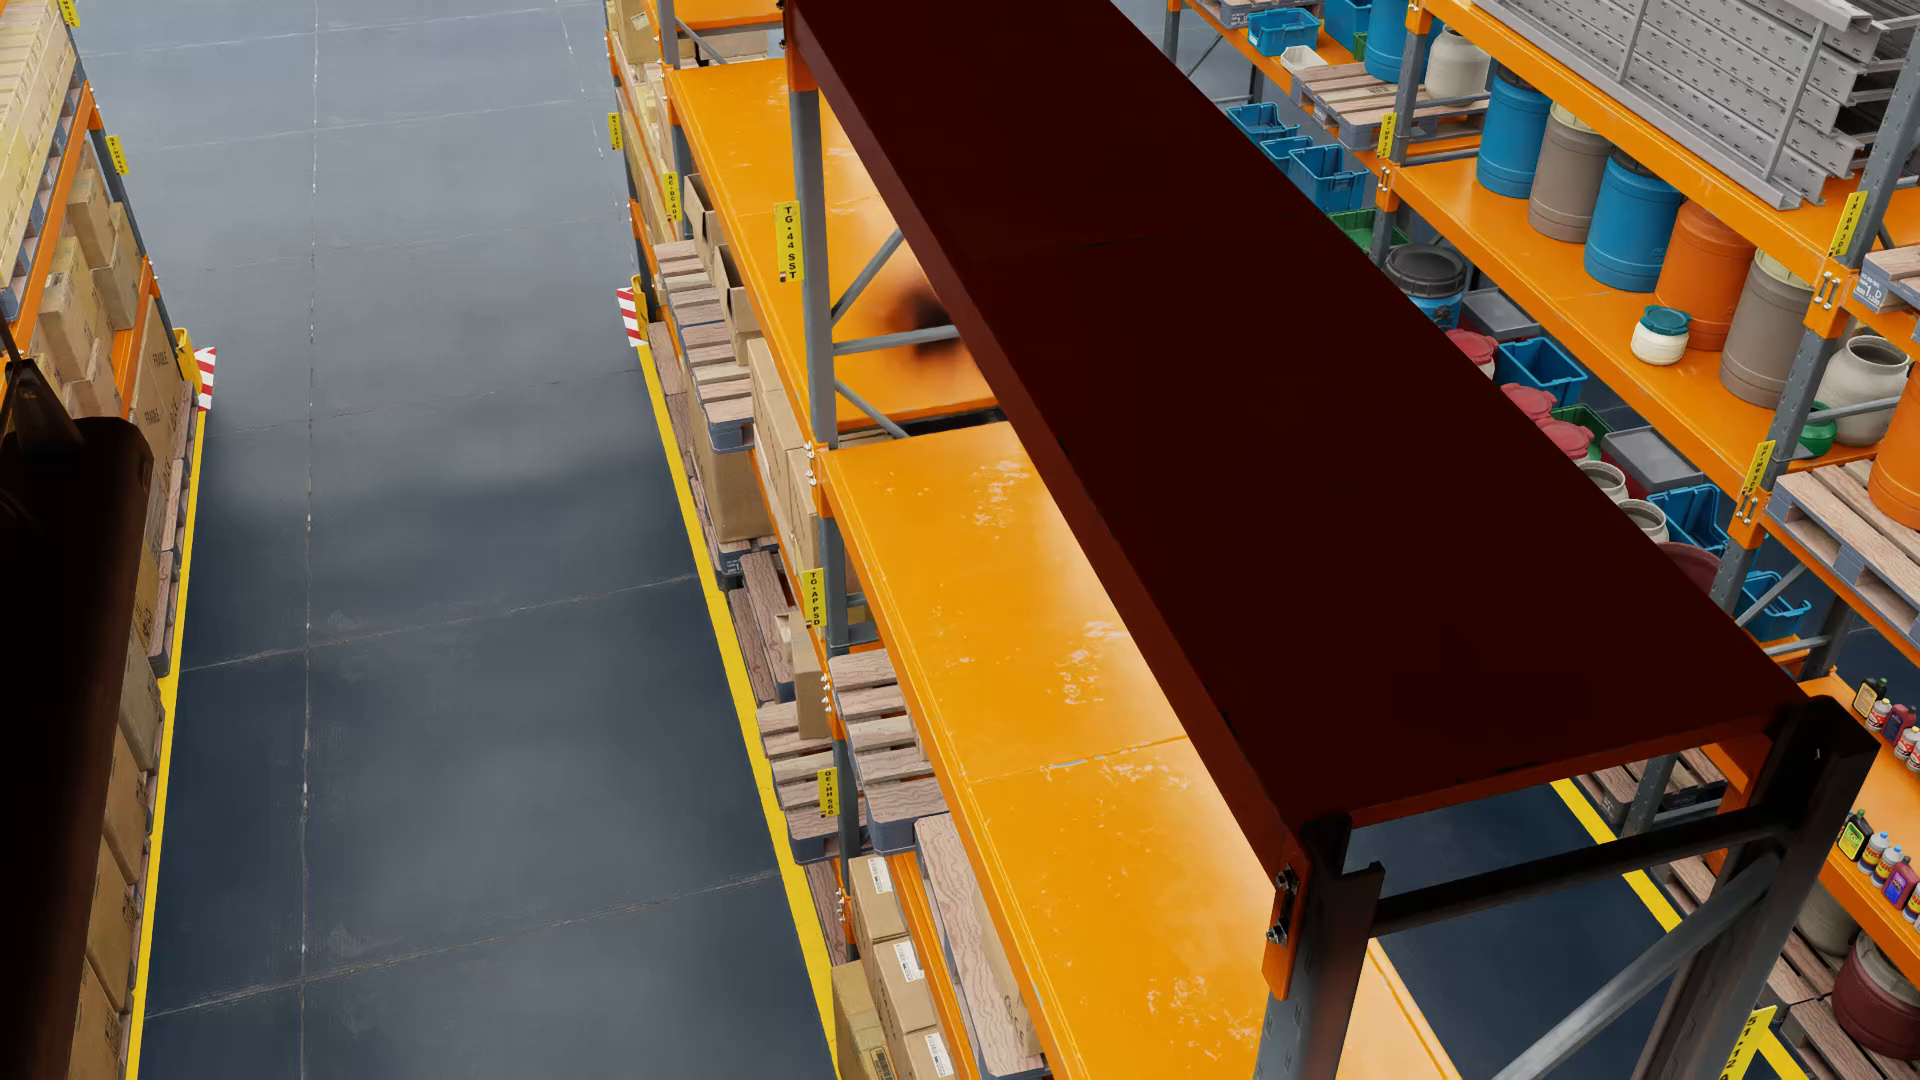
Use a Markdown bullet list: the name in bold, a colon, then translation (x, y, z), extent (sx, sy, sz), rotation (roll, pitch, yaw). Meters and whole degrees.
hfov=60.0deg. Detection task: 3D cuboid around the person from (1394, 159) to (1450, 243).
- **person**: translation (4.196, -3.285, 15.665), extent (0.543, 1.695, 0.744), rotation (-8, 39, -10)
